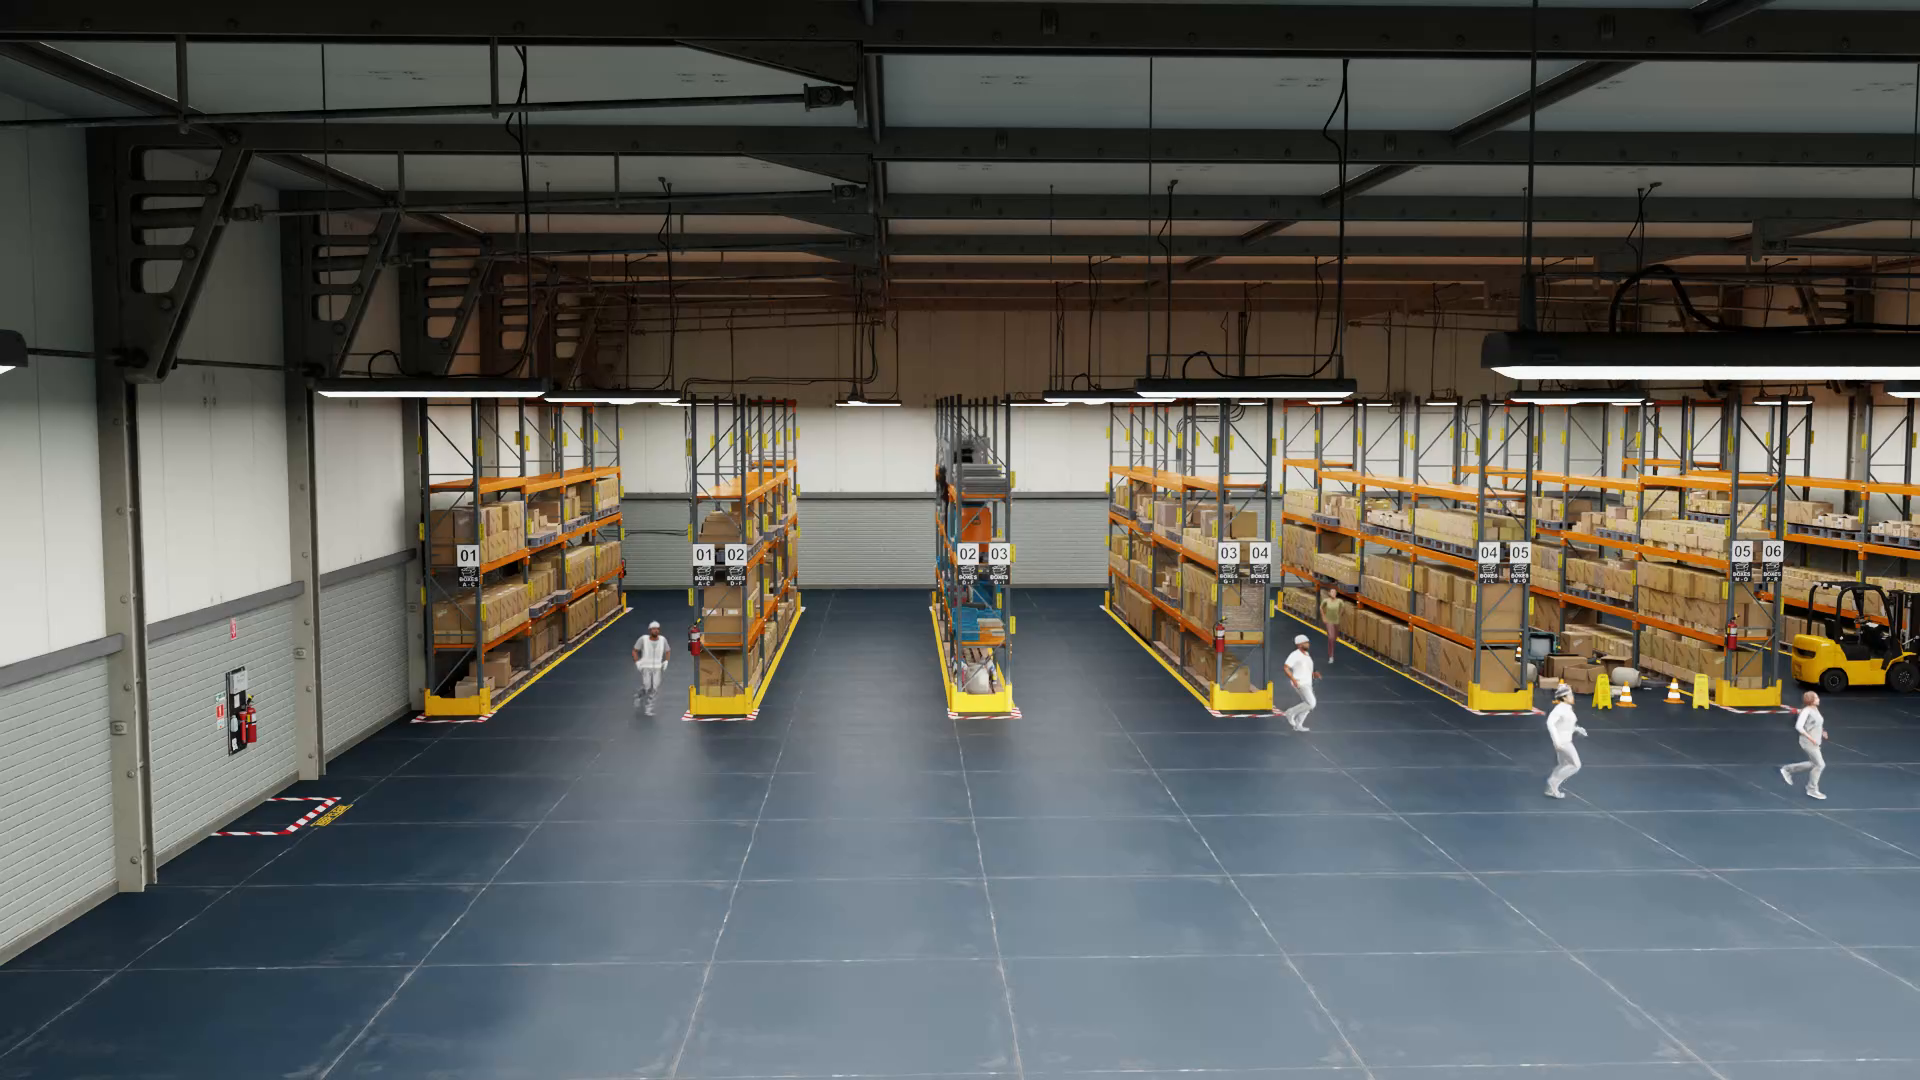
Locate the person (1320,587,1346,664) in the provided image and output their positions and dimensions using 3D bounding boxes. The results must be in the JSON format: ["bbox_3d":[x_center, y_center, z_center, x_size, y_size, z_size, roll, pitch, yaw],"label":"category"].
[{"bbox_3d":[8.471,1.920,37.762,0.572,1.683,0.840,0,4,-1],"label":"person"}]

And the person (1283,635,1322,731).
[{"bbox_3d":[6.094,2.542,29.484,0.580,1.720,0.707,3,5,33],"label":"person"}]

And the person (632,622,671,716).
[{"bbox_3d":[-5.790,2.413,31.304,0.707,1.766,0.589,-2,5,-27],"label":"person"}]

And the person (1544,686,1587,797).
[{"bbox_3d":[8.927,2.962,24.472,0.560,1.661,0.623,2,5,24],"label":"person"}]

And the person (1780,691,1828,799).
[{"bbox_3d":[12.517,3.013,24.631,0.636,1.580,0.539,3,6,37],"label":"person"}]
